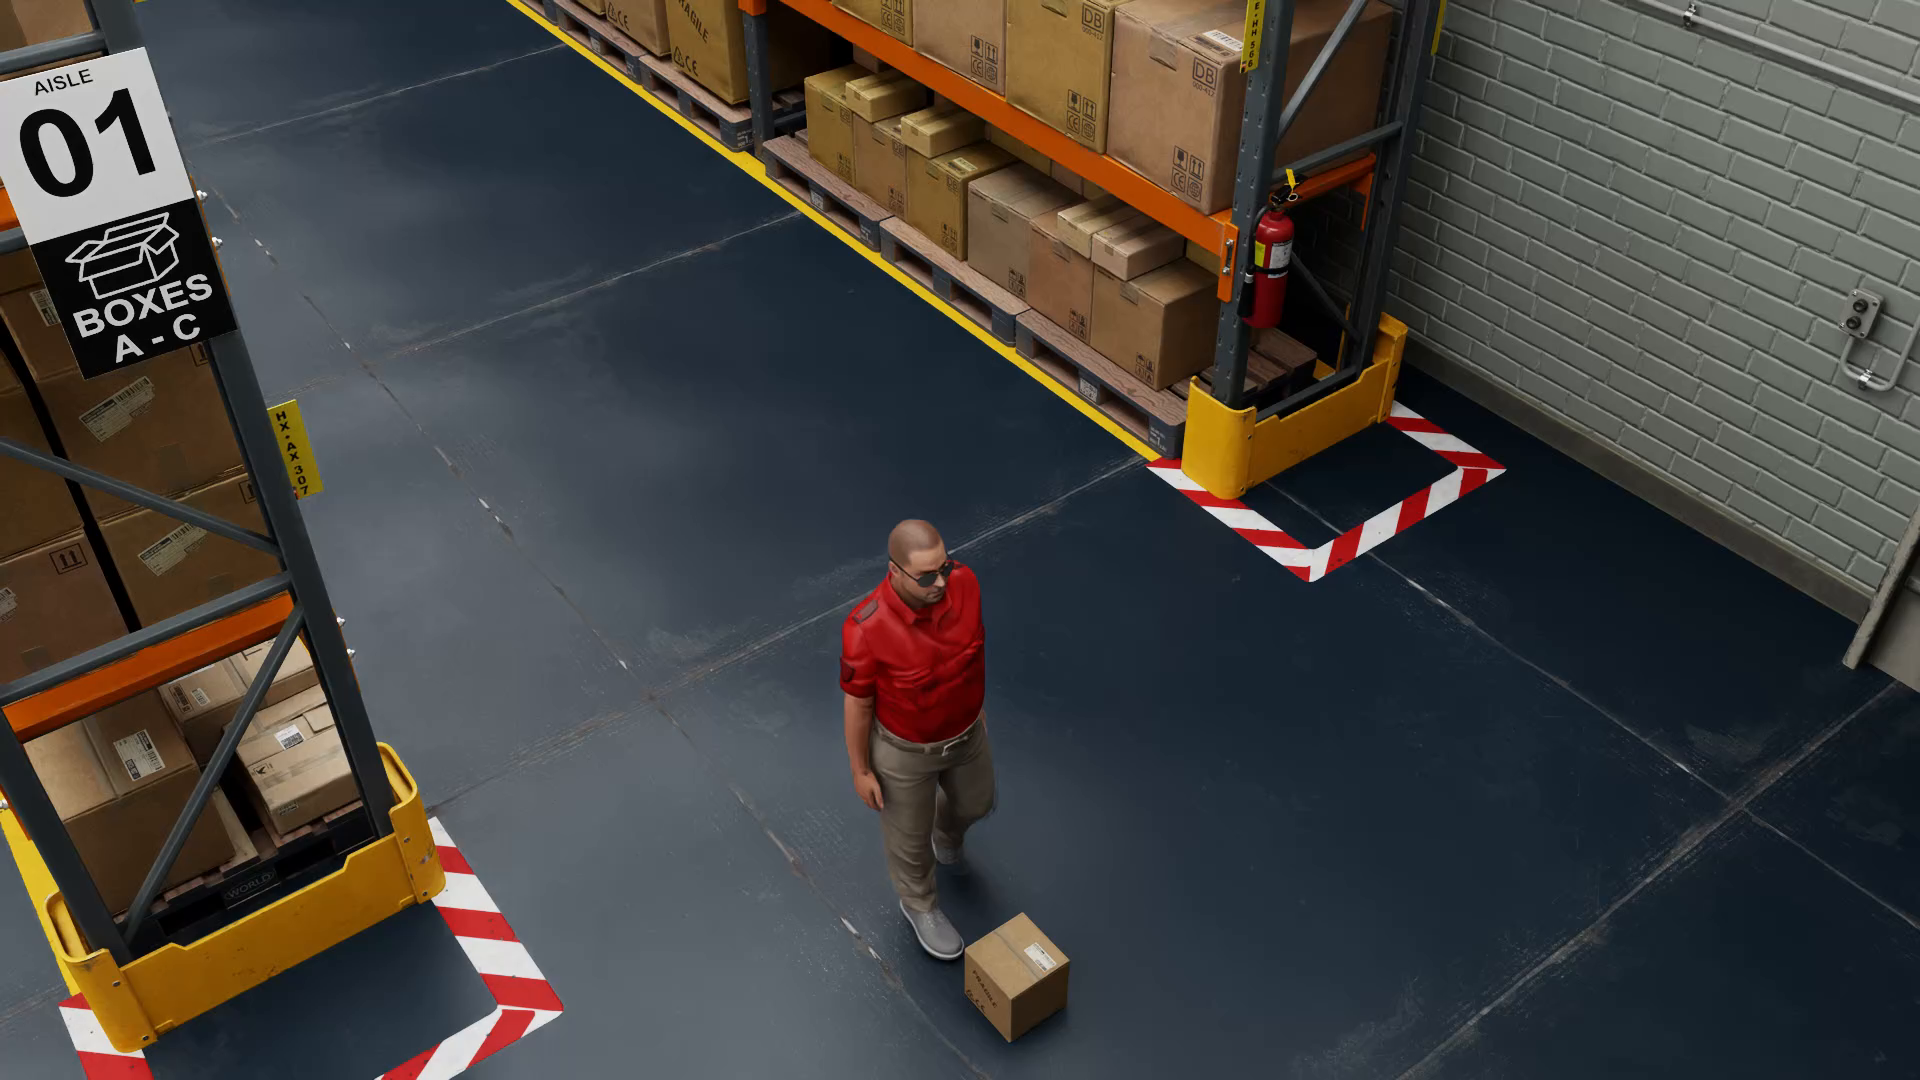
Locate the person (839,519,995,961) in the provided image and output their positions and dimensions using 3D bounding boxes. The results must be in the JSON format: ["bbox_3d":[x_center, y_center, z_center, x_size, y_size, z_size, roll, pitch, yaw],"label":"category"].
[{"bbox_3d":[-0.114,0.669,5.422,0.556,1.792,0.529,-26,47,-28],"label":"person"}]
